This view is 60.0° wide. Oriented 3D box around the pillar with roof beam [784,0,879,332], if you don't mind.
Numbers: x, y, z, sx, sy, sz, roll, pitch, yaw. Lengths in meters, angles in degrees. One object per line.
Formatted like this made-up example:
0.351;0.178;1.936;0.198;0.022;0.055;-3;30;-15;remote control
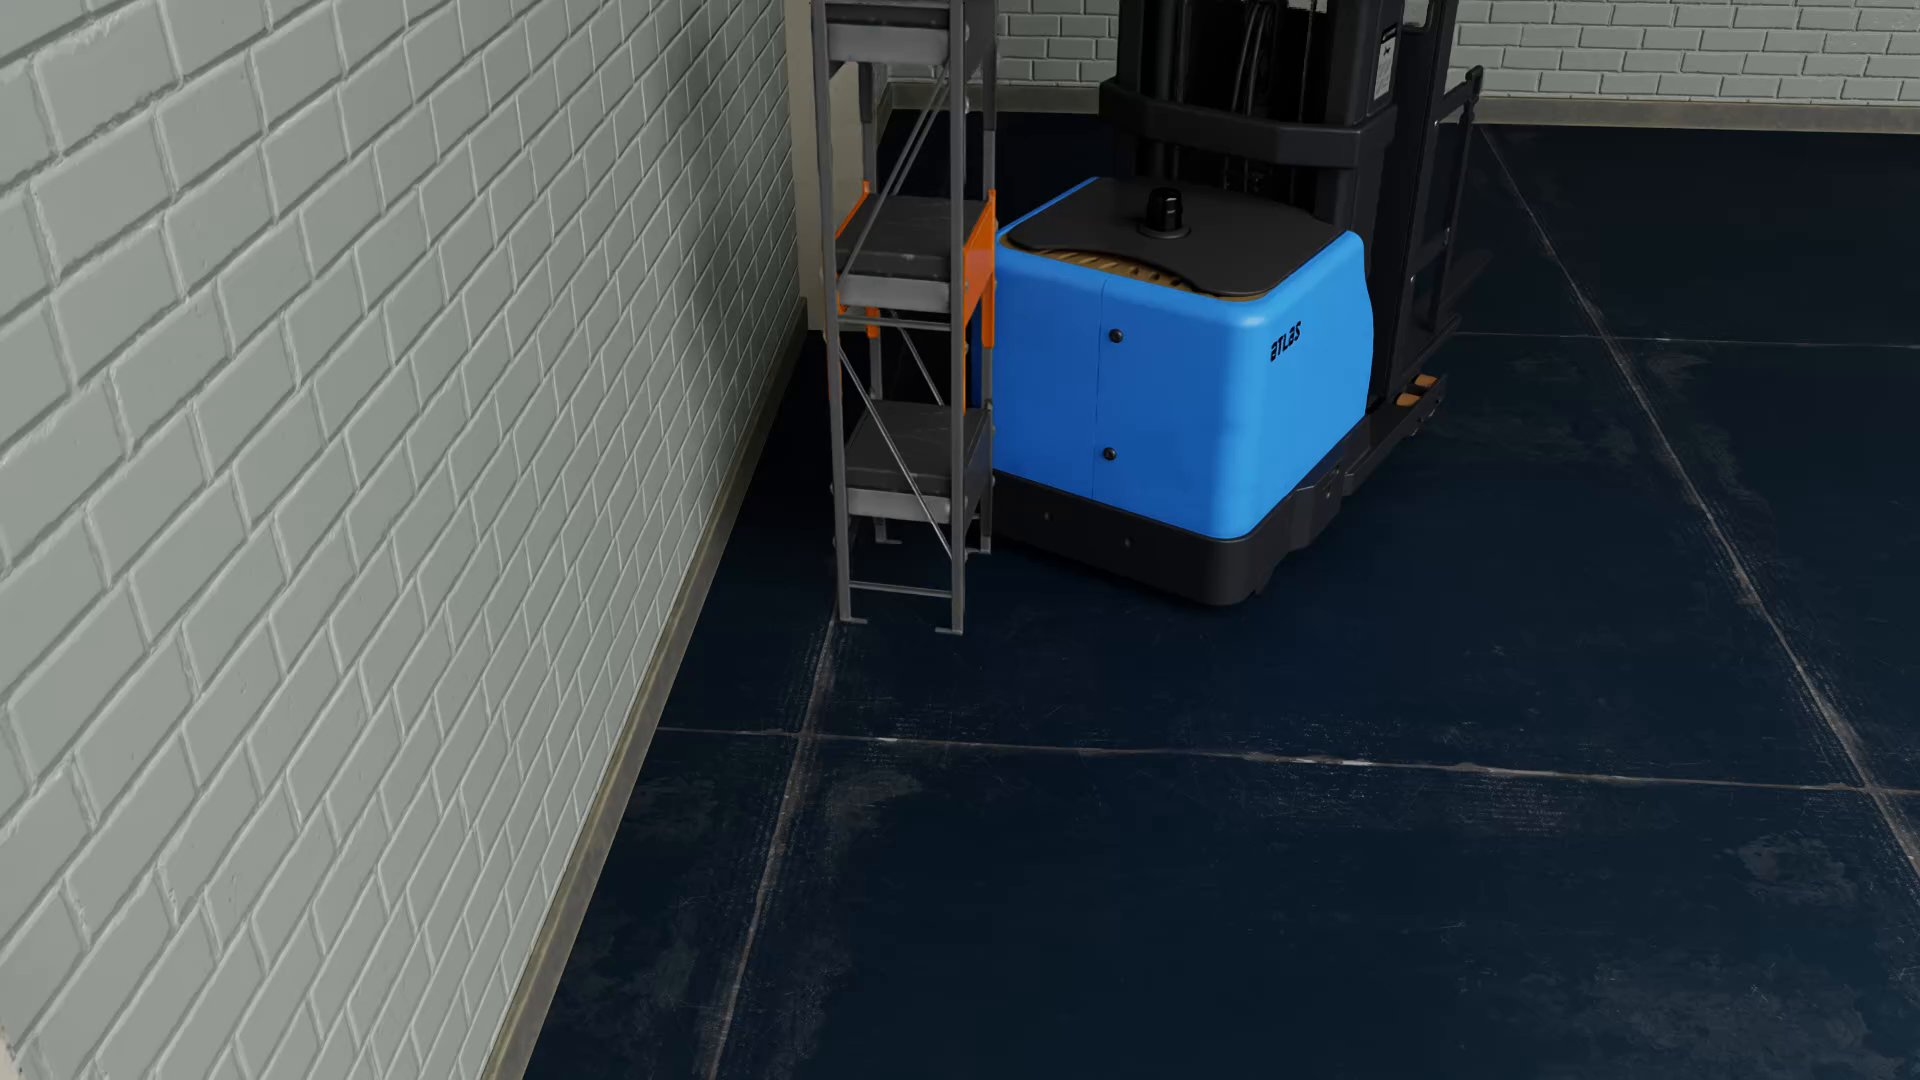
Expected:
3.763;-4.662;4.737;9.100;9.000;0.400;2;32;4;pillar with roof beam

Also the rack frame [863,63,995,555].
-0.093;-0.867;5.155;0.400;2.100;0.015;6;32;10;rack frame

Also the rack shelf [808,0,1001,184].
-0.140;-1.325;4.591;0.431;0.518;0.480;6;32;10;rack shelf

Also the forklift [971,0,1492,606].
1.252;-1.770;5.828;1.130;2.935;3.031;19;36;28;forklift

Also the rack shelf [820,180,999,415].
-0.140;-0.730;4.958;0.431;0.518;0.480;6;32;10;rack shelf

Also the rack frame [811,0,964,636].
-0.188;-0.616;4.748;0.400;2.100;0.015;6;32;10;rack frame

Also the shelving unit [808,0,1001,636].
-0.140;-0.741;4.951;0.431;2.100;0.503;6;32;10;shelving unit

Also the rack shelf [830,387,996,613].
-0.140;-0.134;5.326;0.431;0.518;0.480;6;32;10;rack shelf
